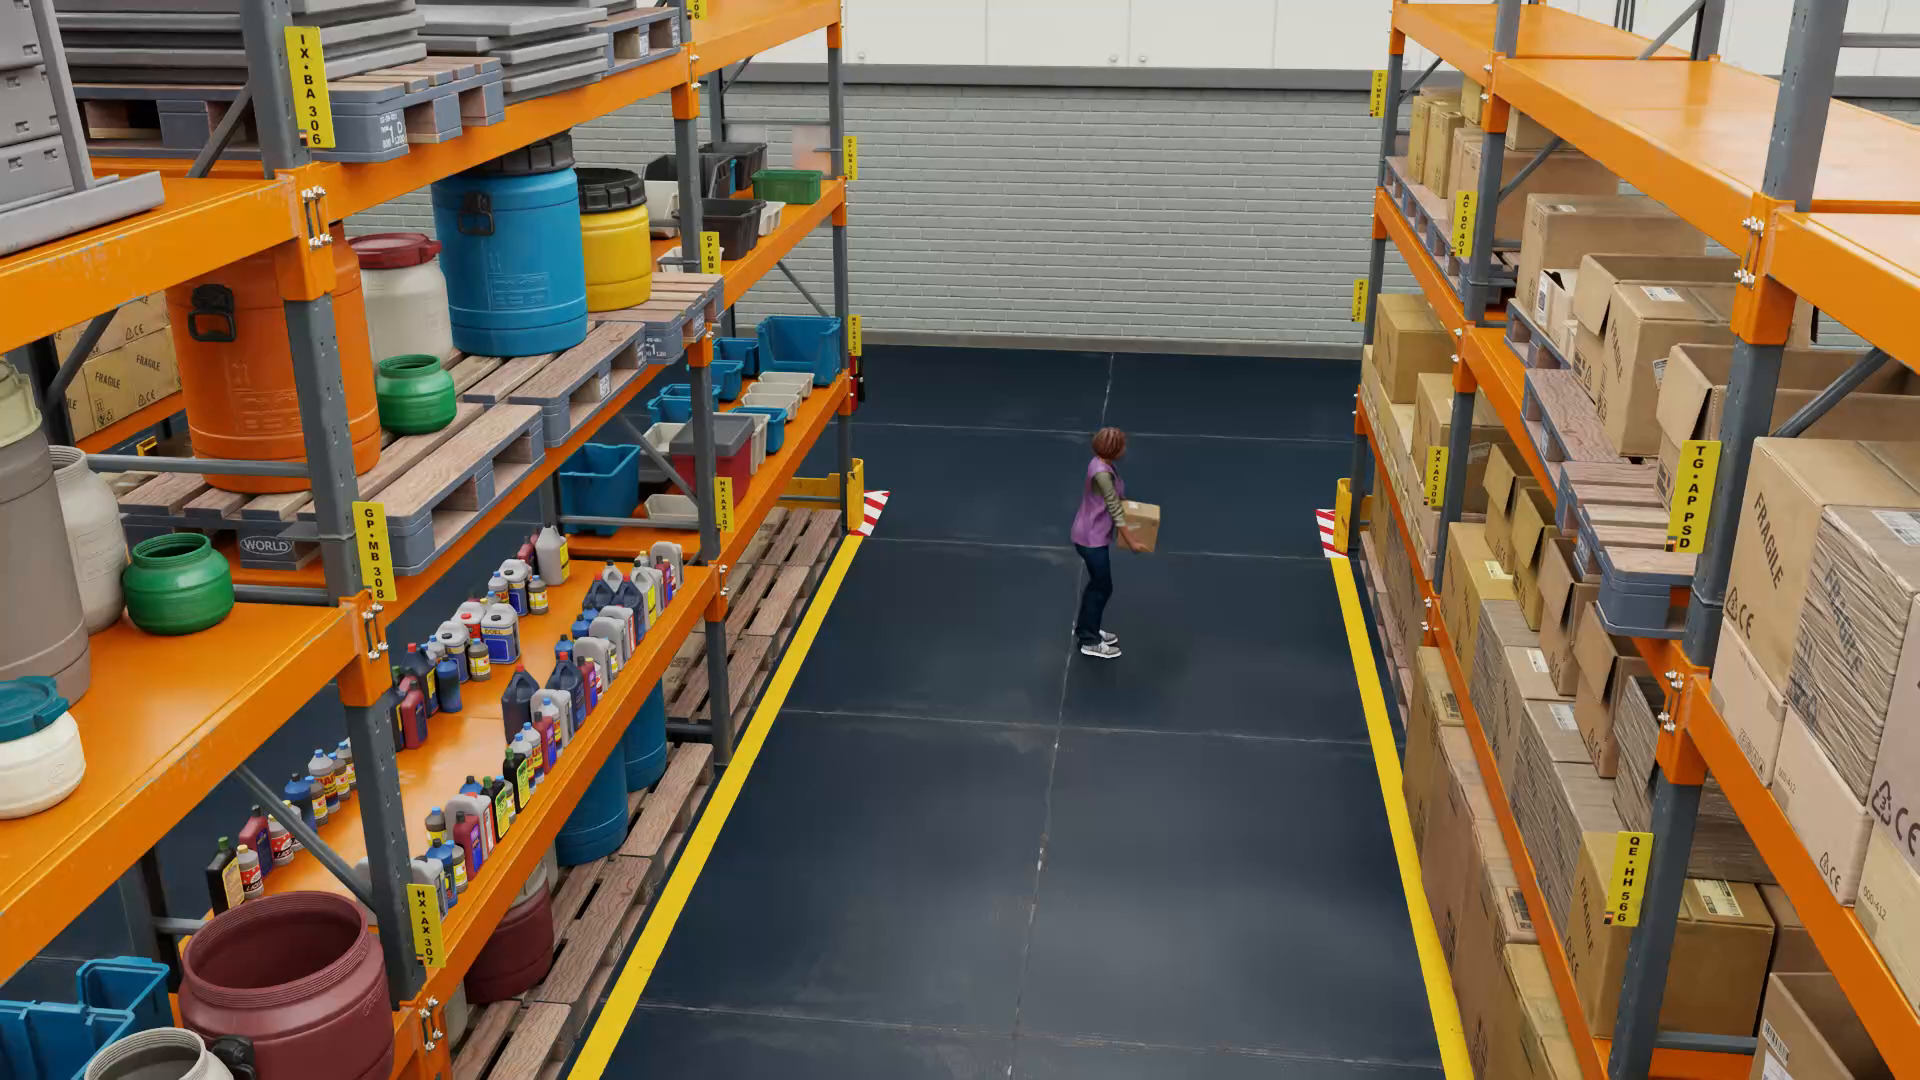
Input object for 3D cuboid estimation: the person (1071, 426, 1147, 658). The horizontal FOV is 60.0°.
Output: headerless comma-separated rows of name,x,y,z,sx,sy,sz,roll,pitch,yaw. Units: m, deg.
person,0.993,0.007,11.093,0.512,1.594,0.374,2,22,5
